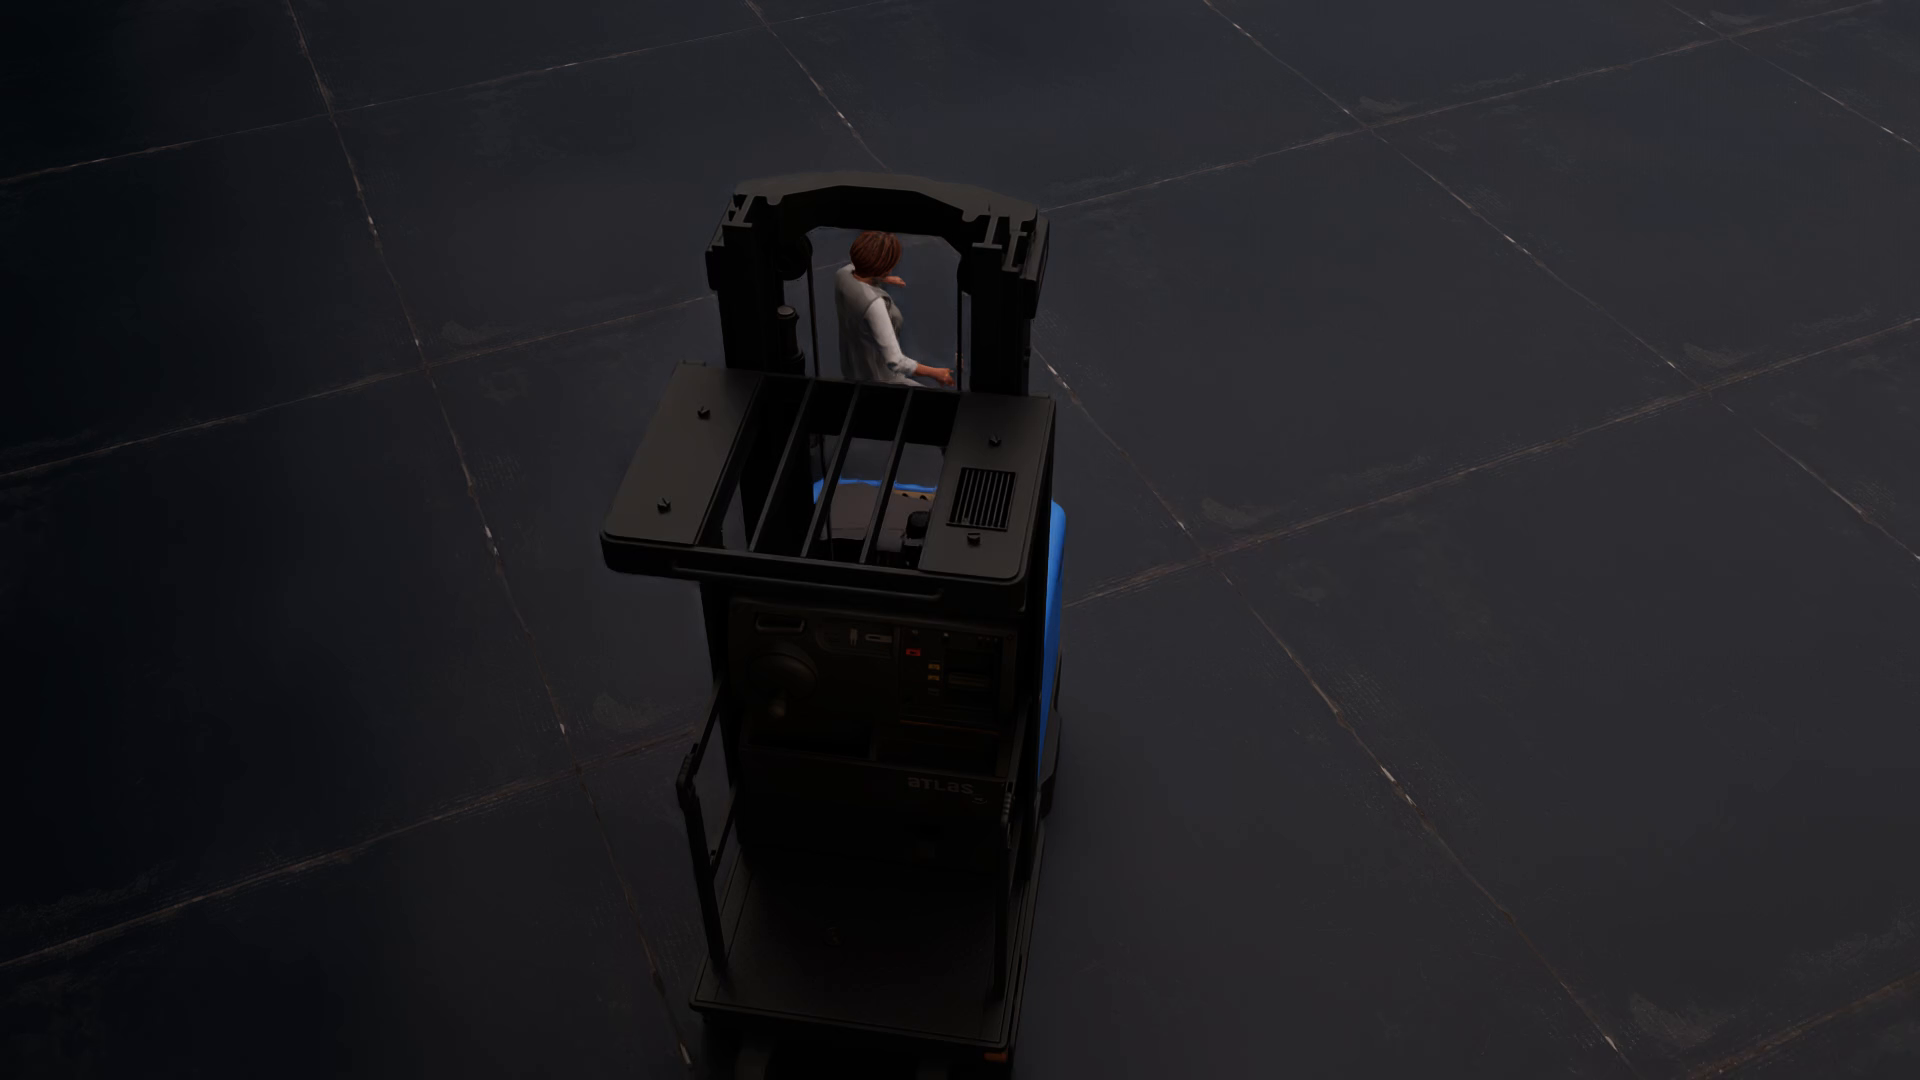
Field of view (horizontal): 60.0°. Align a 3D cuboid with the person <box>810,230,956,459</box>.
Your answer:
[{"bbox_3d":[-0.322,-0.834,7.712,0.872,1.435,0.927,-17,46,-17],"label":"person"}]

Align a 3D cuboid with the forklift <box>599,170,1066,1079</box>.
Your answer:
[{"bbox_3d":[-0.313,0.496,5.149,1.130,2.935,3.031,6,43,6],"label":"forklift"}]
